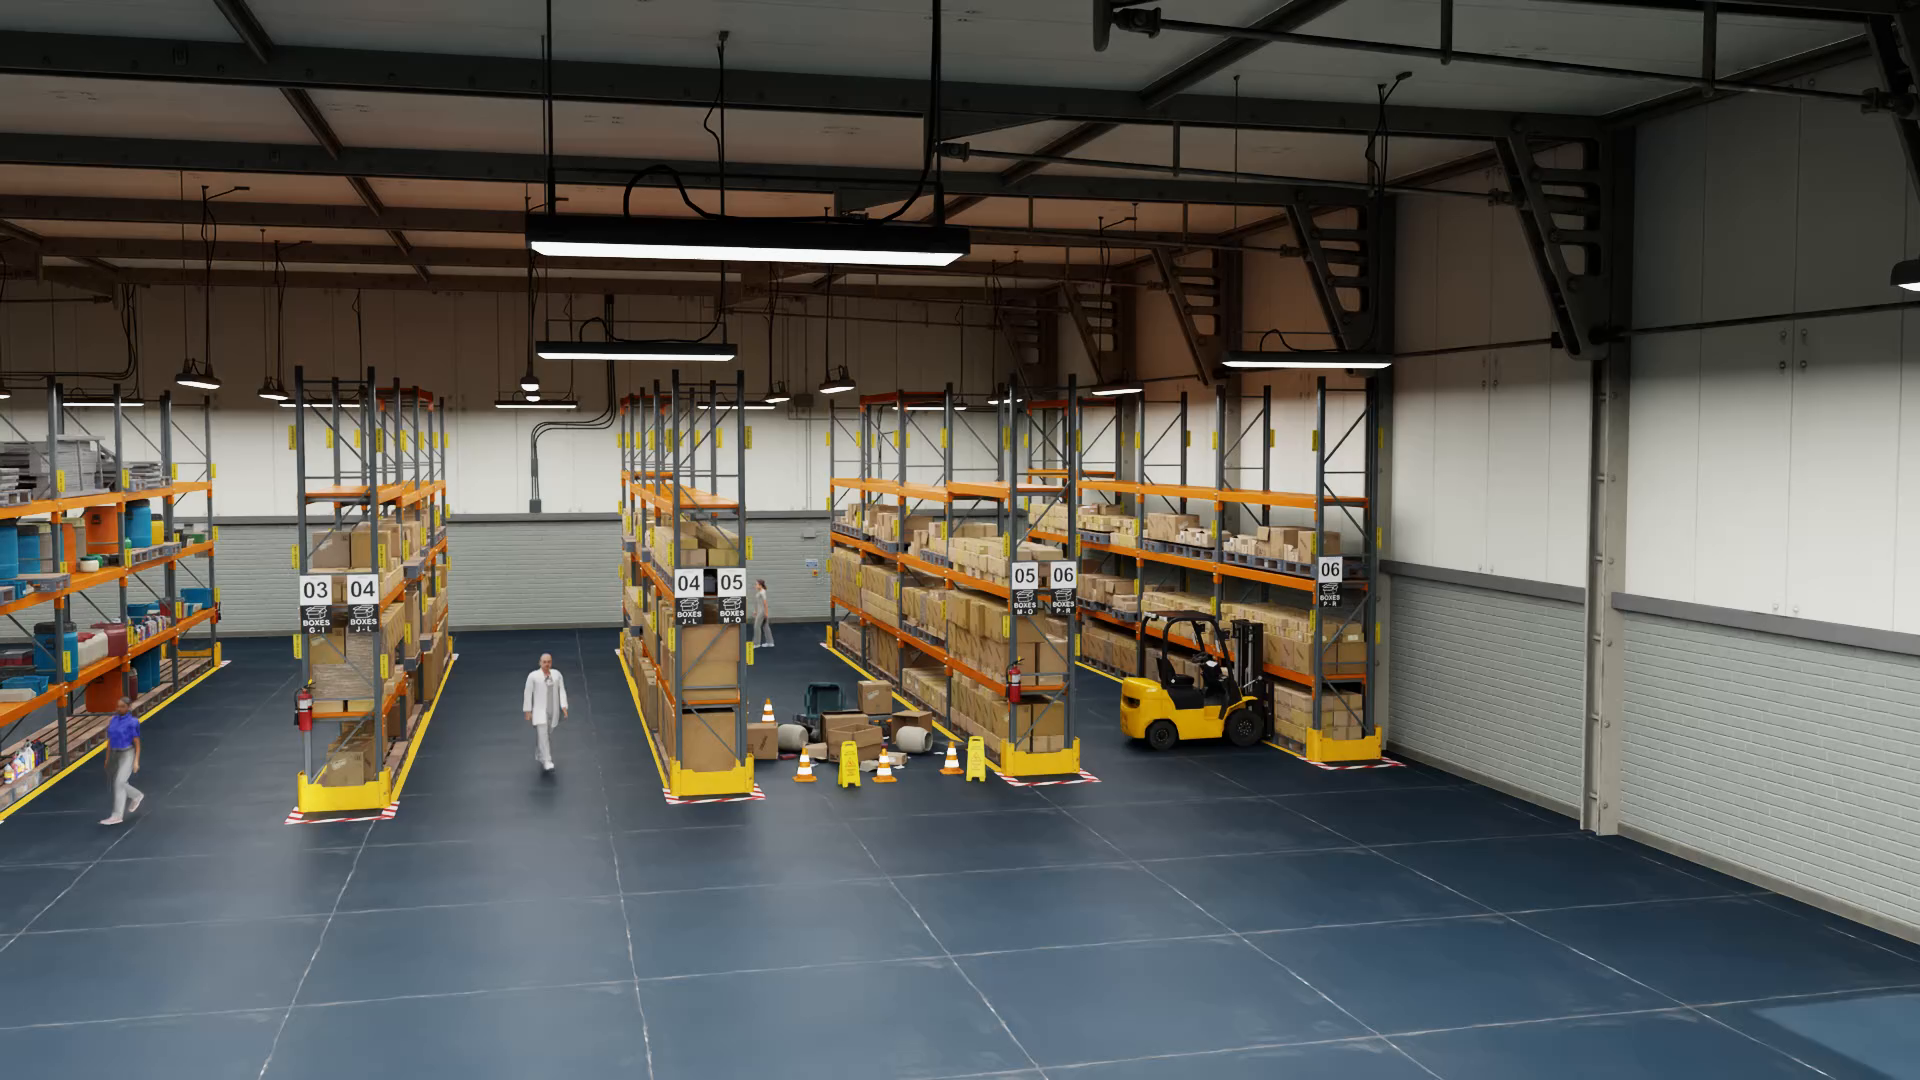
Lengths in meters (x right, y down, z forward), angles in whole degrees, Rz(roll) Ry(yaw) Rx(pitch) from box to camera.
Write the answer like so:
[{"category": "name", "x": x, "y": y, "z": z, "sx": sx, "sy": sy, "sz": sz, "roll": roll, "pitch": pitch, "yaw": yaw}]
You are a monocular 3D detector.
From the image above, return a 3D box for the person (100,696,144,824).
[{"category": "person", "x": -11.007, "y": 2.873, "z": 21.887, "sx": 0.462, "sy": 1.615, "sz": 0.821, "roll": 1, "pitch": 4, "yaw": 20}]

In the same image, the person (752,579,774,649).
[{"category": "person", "x": -4.820, "y": 1.781, "z": 40.135, "sx": 0.656, "sy": 1.683, "sz": 0.456, "roll": -1, "pitch": 3, "yaw": -9}]

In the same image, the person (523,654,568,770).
[{"category": "person", "x": -6.273, "y": 2.599, "z": 25.333, "sx": 0.600, "sy": 1.729, "sz": 1.105, "roll": -3, "pitch": 5, "yaw": -41}]
